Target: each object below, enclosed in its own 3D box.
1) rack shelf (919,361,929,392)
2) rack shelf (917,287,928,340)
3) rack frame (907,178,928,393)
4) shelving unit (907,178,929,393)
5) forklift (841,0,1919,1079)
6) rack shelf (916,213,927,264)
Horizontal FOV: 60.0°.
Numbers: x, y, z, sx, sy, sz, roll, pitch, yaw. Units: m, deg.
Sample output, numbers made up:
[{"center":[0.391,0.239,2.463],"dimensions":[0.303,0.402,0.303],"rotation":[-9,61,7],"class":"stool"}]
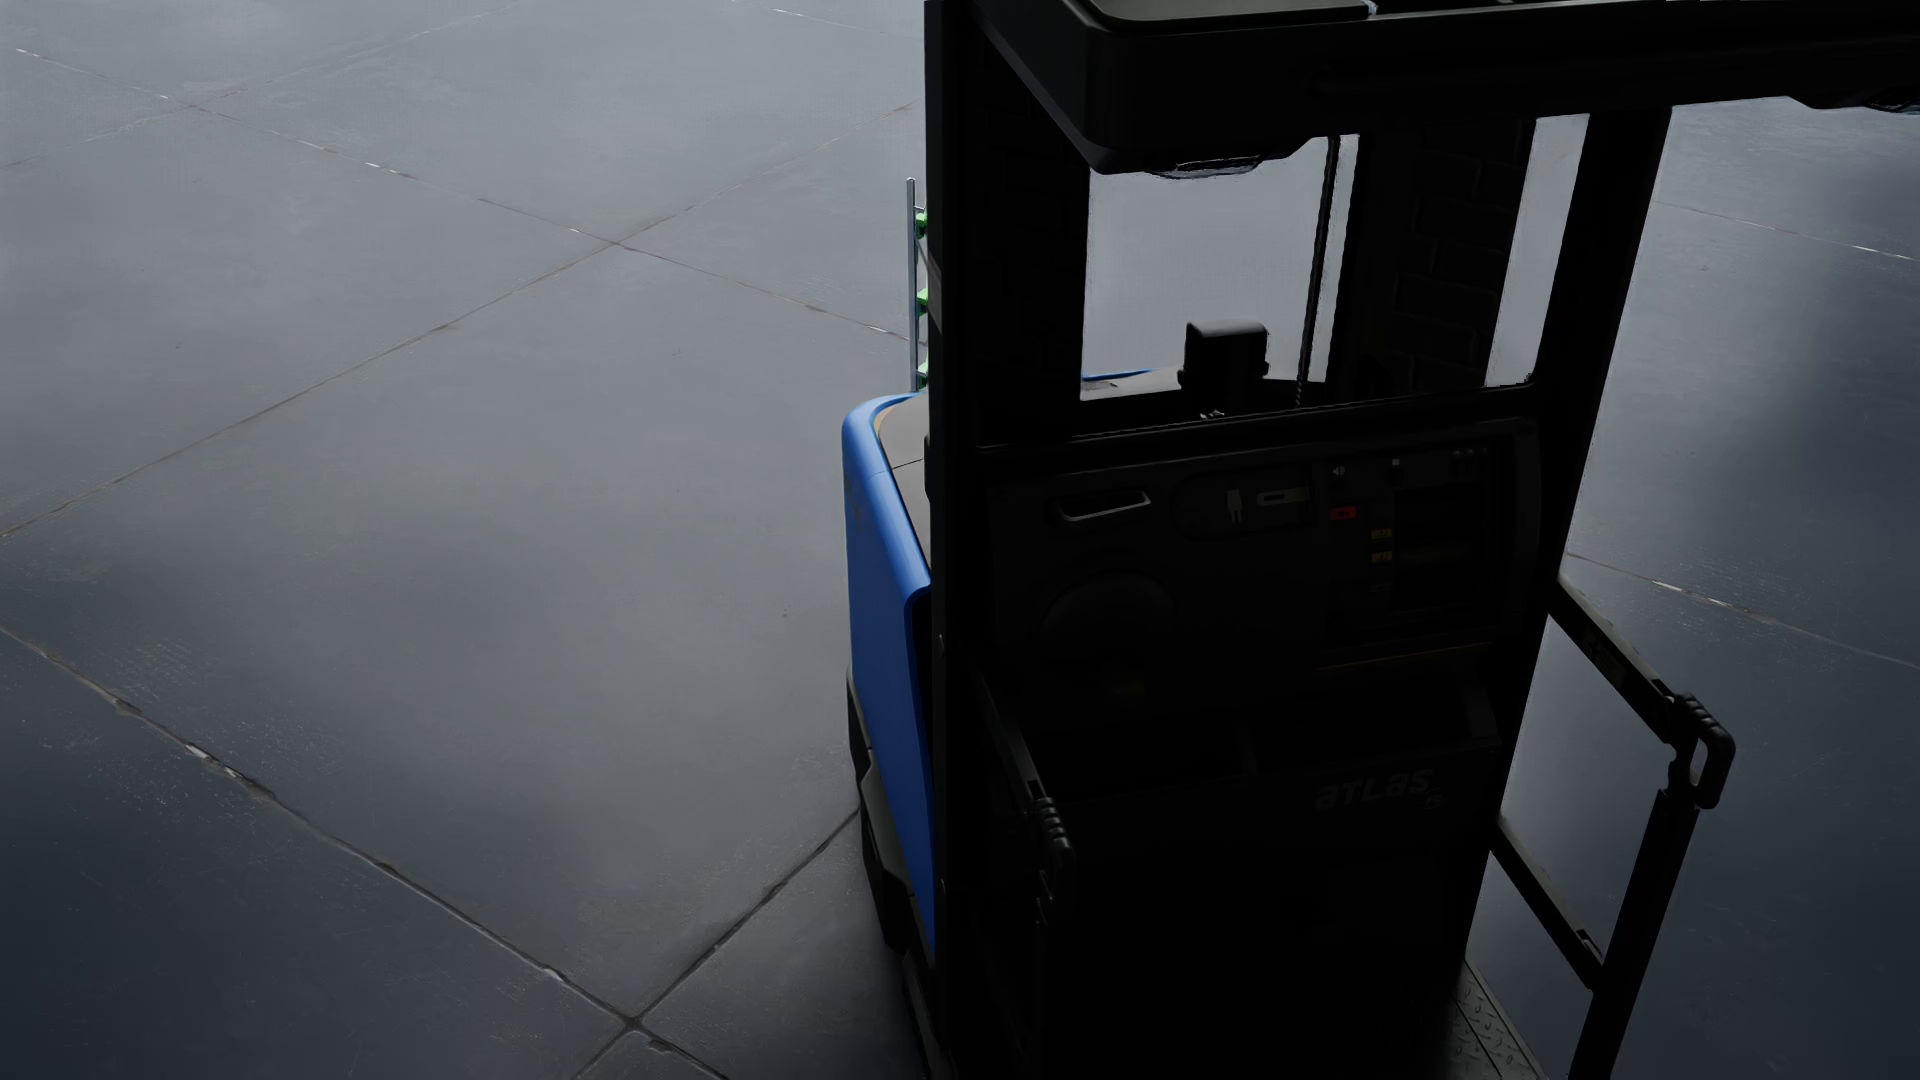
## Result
[{"center":[0.094,-0.520,5.062],"dimensions":[0.258,0.148,0.480],"rotation":[21,39,28],"class":"rack shelf"},{"center":[0.094,-0.719,4.928],"dimensions":[0.258,0.148,0.480],"rotation":[21,39,28],"class":"rack shelf"},{"center":[-0.045,-0.461,4.861],"dimensions":[0.240,1.200,0.015],"rotation":[21,39,28],"class":"rack frame"},{"center":[0.094,-0.573,5.027],"dimensions":[0.258,1.200,0.503],"rotation":[21,39,28],"class":"shelving unit"},{"center":[0.550,0.093,2.496],"dimensions":[1.130,2.935,3.031],"rotation":[-8,35,-11],"class":"forklift"},{"center":[0.094,-0.918,4.793],"dimensions":[0.258,0.148,0.480],"rotation":[21,39,28],"class":"rack shelf"}]
